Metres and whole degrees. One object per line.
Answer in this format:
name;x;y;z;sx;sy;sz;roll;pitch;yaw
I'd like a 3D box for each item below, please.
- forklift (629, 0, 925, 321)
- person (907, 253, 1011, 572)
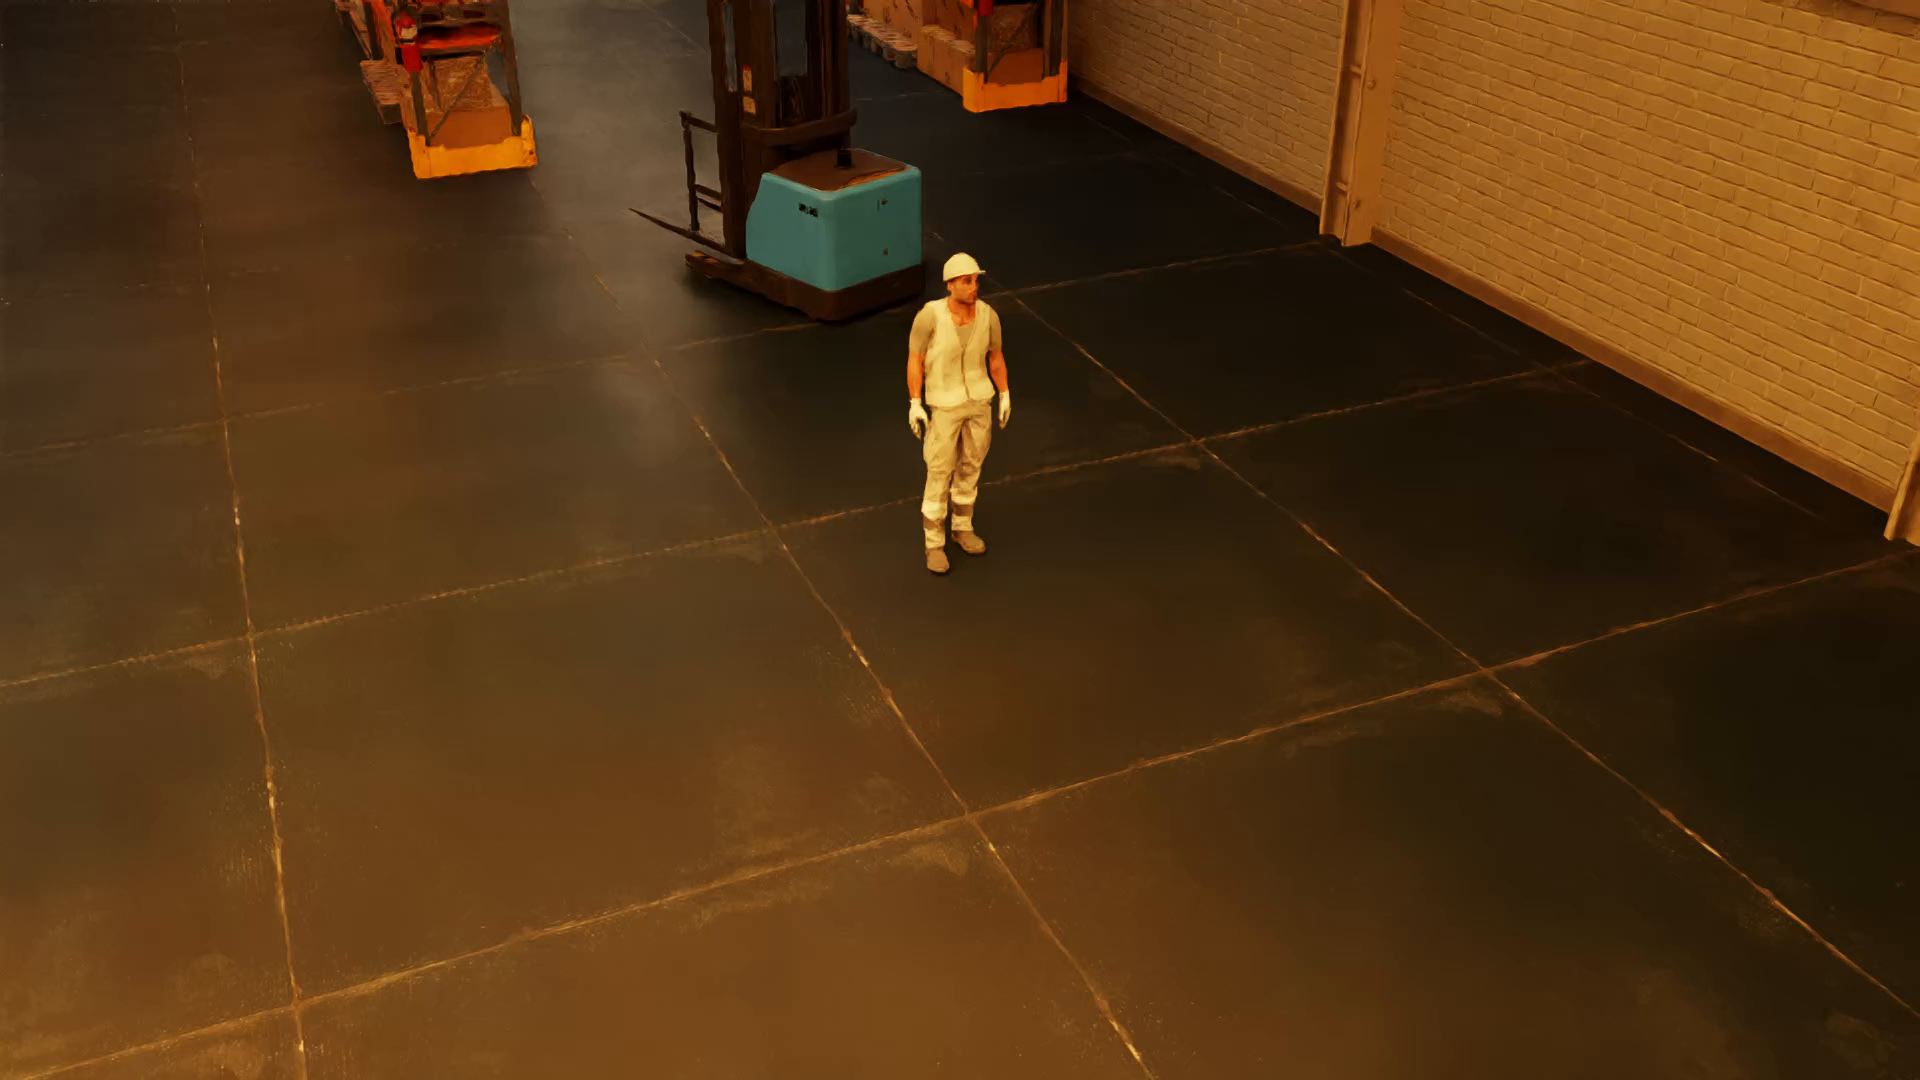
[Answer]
forklift;-1.663;-3.615;13.441;1.130;2.935;3.031;-25;38;-37
person;0.022;-0.744;9.557;0.637;1.787;0.563;-12;32;-20
